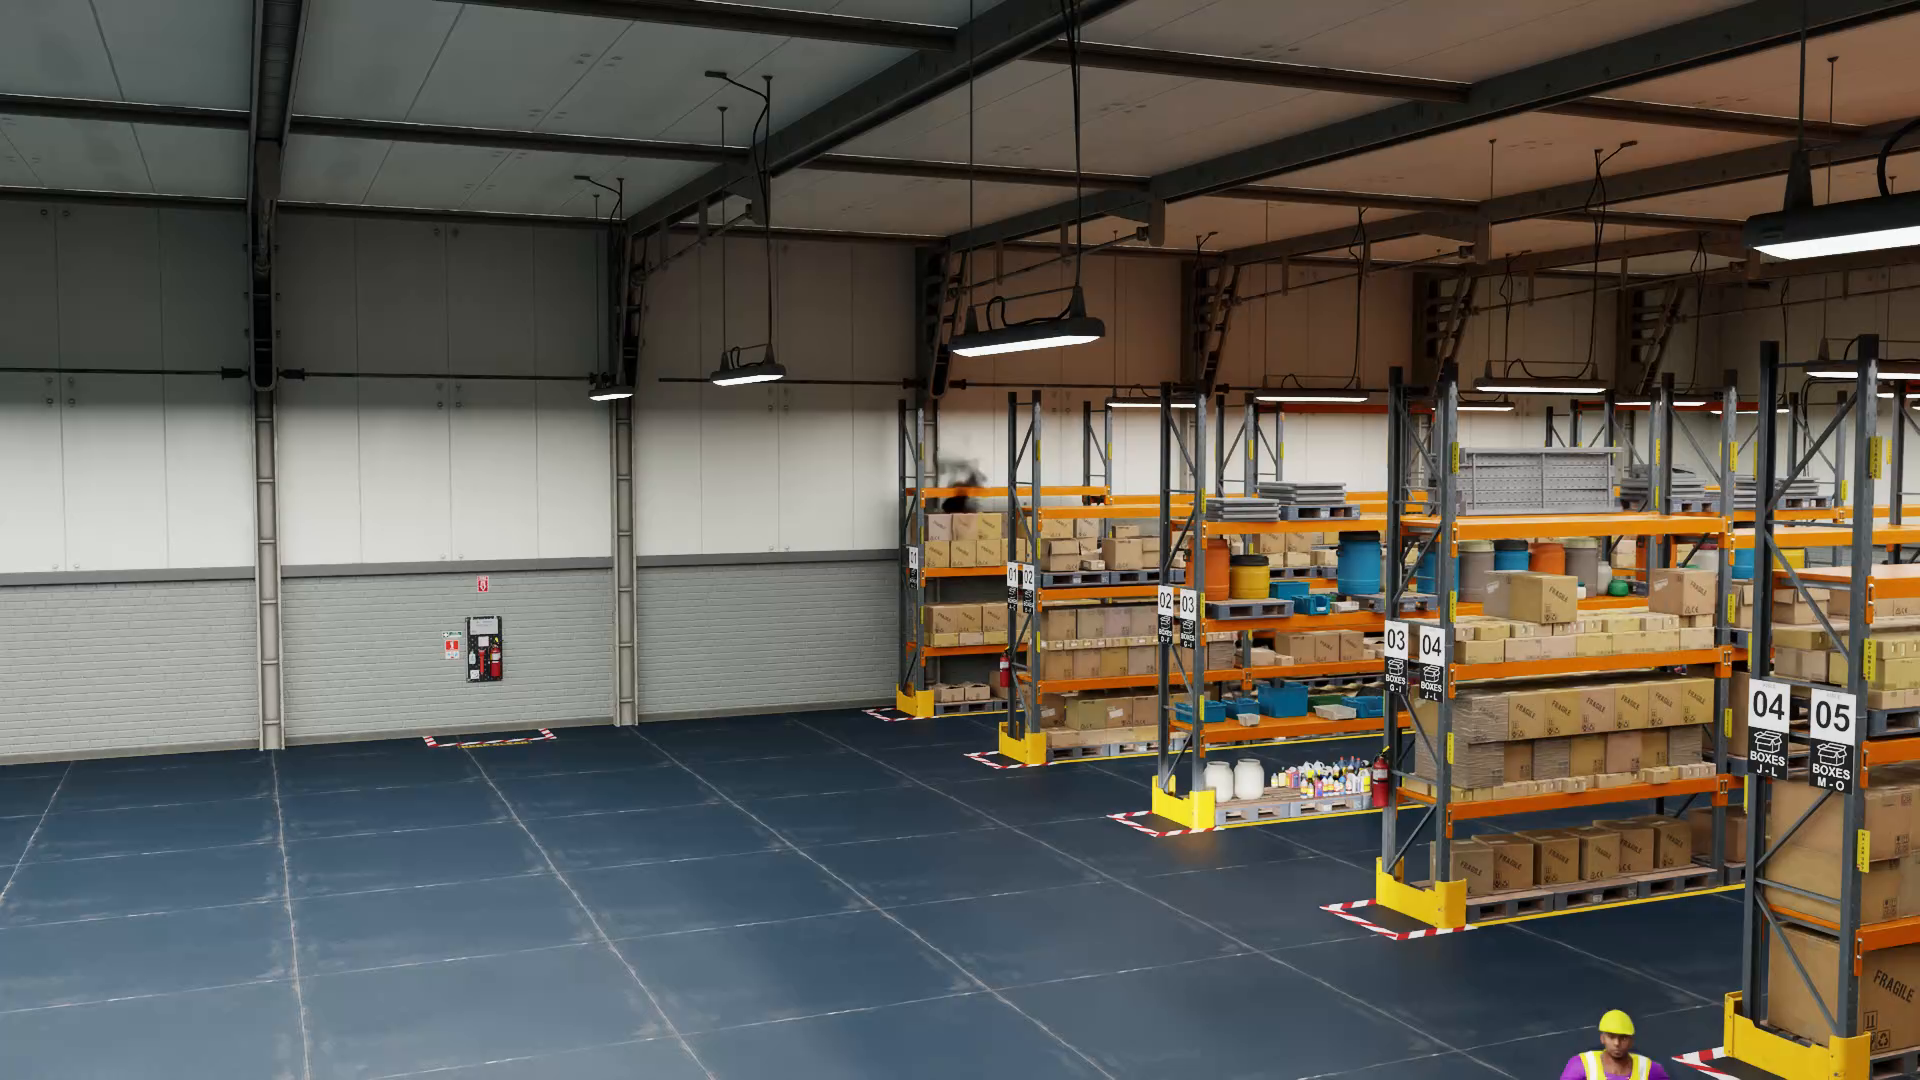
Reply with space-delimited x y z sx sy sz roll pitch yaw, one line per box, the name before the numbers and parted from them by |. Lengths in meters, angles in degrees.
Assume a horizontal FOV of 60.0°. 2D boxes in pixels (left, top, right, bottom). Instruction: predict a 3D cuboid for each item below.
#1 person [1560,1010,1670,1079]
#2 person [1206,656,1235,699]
person | 3.977 3.706 10.084 0.706 1.736 0.800 1 4 19
person | 4.855 2.491 31.008 0.621 1.743 0.705 -2 4 -32
